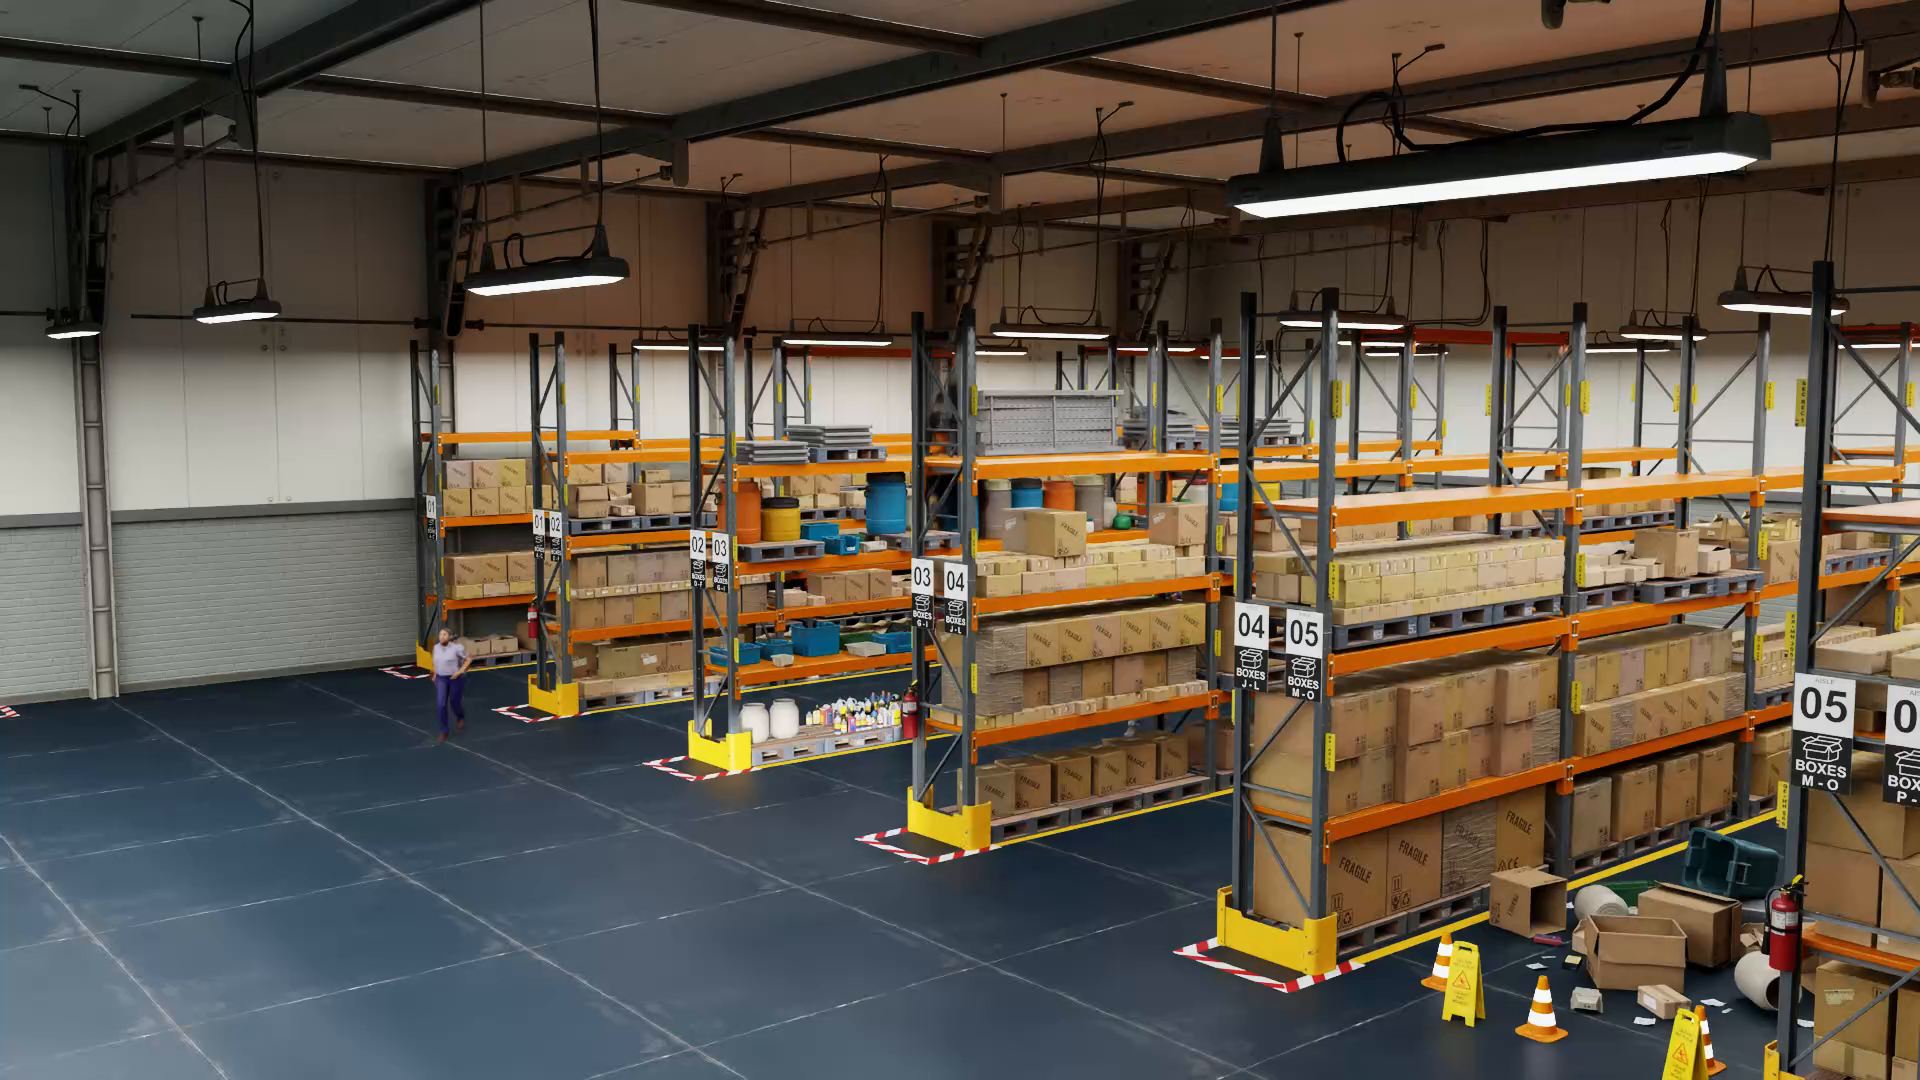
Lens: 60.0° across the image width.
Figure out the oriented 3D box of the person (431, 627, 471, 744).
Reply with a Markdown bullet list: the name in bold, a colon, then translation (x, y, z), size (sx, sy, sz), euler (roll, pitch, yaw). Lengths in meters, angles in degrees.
- **person**: translation (-7.466, 2.096, 24.420), size (0.605, 1.667, 0.804), euler (0, 5, 0)

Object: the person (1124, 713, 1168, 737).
- **person**: translation (2.608, 1.848, 23.305), size (0.744, 1.870, 0.674), euler (-5, 7, -42)
